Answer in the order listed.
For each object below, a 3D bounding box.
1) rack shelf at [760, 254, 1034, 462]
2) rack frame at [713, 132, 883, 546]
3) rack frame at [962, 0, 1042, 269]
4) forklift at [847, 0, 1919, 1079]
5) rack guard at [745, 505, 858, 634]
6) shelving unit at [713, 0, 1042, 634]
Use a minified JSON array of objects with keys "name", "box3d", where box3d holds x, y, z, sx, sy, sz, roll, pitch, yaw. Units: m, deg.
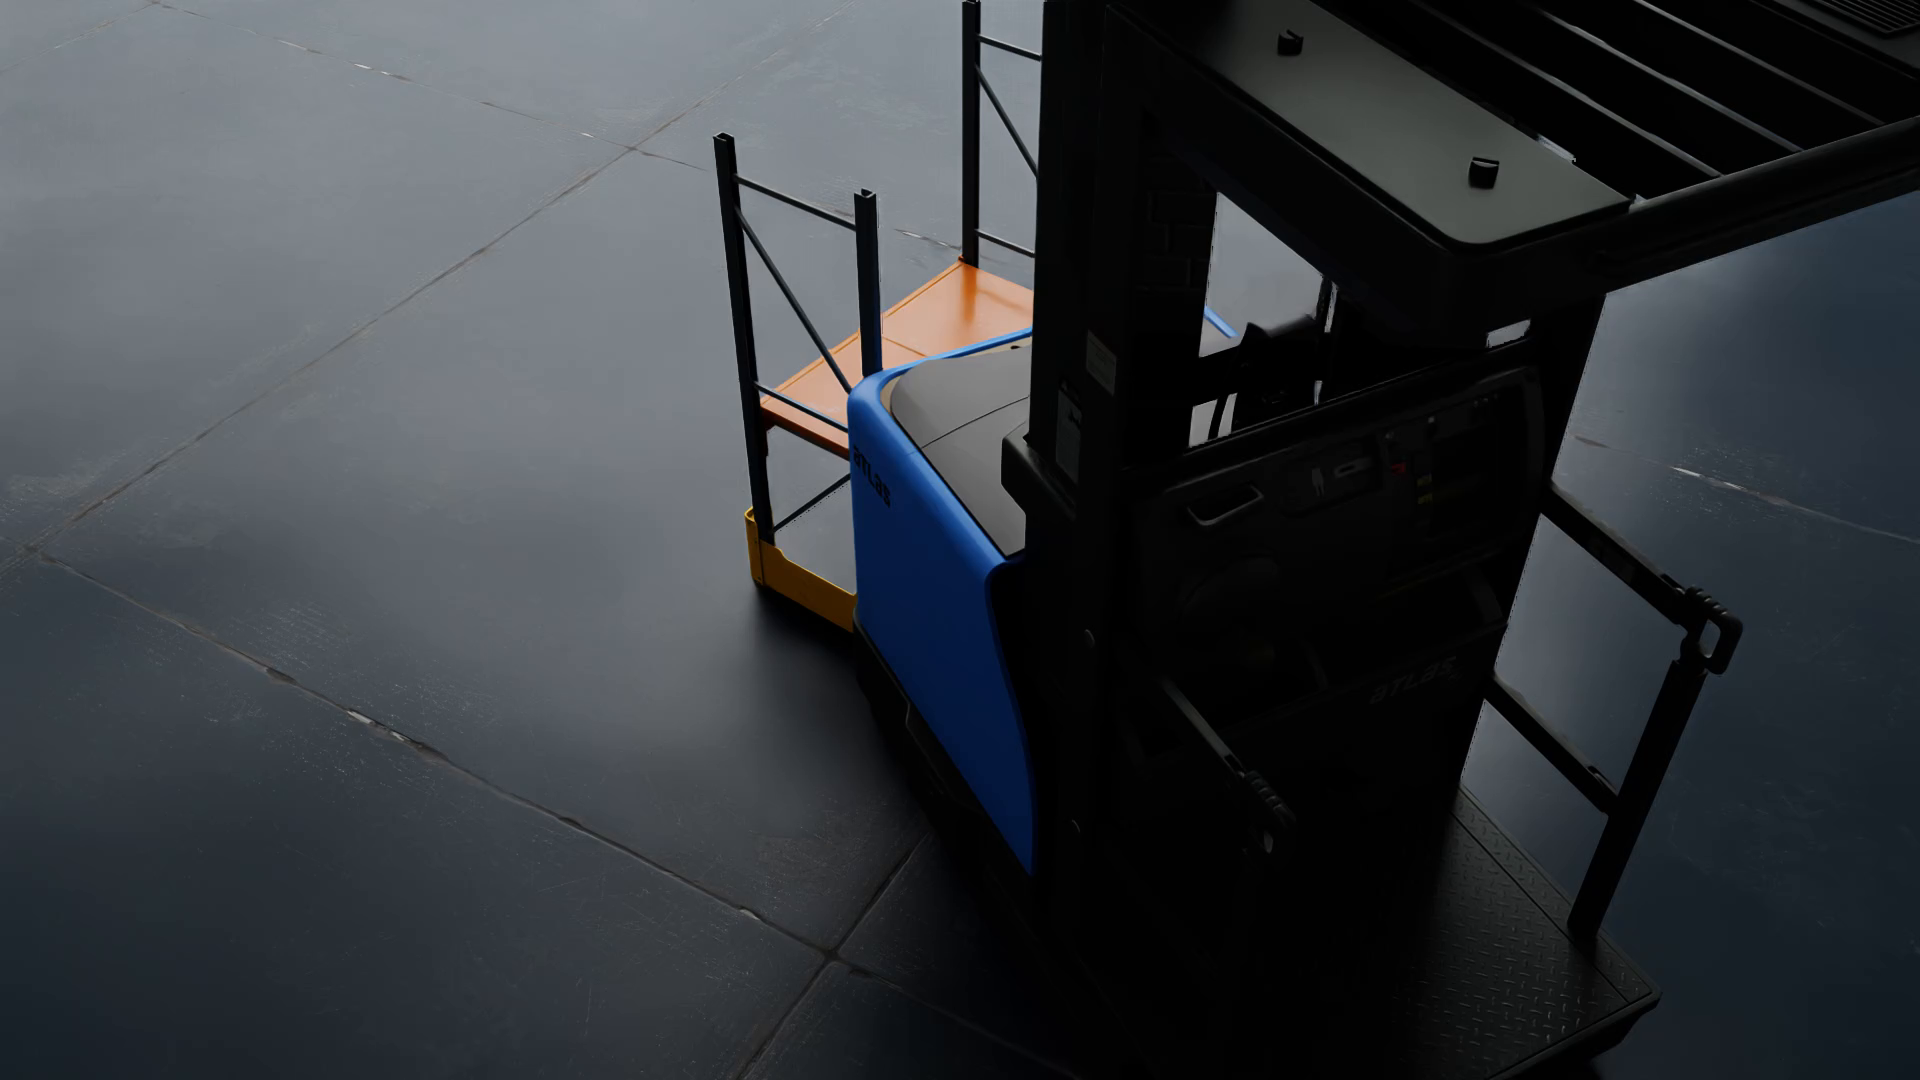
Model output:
[{"name":"rack shelf","box3d":[-0.095,-0.476,4.928,0.538,0.185,1.000,27,48,27]},{"name":"rack frame","box3d":[-0.404,-0.344,4.506,0.500,1.500,0.032,27,48,27]},{"name":"rack frame","box3d":[0.214,-0.878,5.112,0.500,1.500,0.032,27,48,27]},{"name":"forklift","box3d":[0.827,0.035,2.993,1.130,2.935,3.031,-19,45,-20]},{"name":"rack guard","box3d":[-0.392,0.114,4.931,0.587,0.250,0.087,27,48,27]},{"name":"shelving unit","box3d":[-0.089,-0.616,4.815,0.587,1.500,1.083,27,48,27]}]
